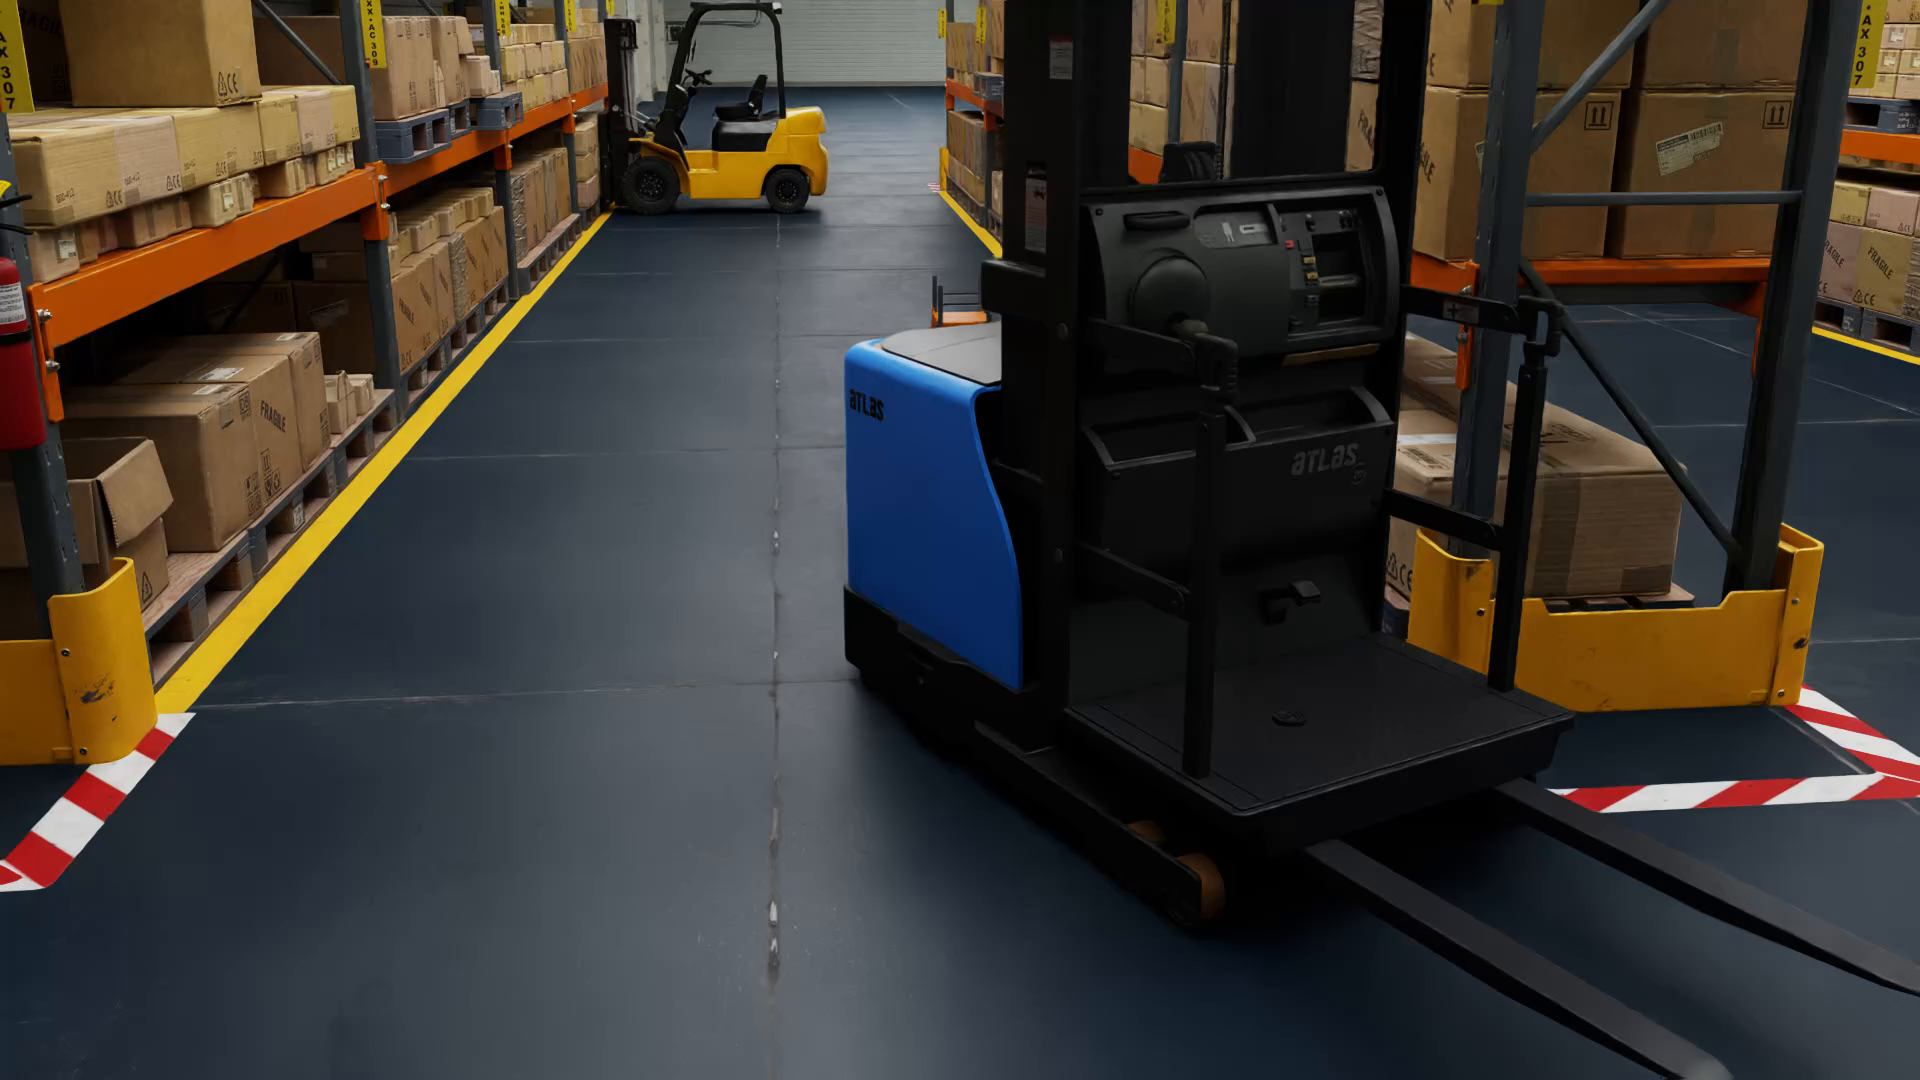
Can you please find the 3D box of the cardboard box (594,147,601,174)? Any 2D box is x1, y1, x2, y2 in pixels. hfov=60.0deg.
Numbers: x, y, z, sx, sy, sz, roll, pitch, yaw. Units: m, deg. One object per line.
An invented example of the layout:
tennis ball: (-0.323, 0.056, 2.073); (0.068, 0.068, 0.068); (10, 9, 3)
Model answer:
cardboard box: (-4.025, -3.970, 17.369); (0.500, 0.250, 0.500); (-2, 18, -6)

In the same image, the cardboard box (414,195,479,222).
cardboard box: (-3.430, -2.215, 11.114); (0.380, 0.149, 0.250); (-2, 18, -7)

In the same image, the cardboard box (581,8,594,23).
cardboard box: (-4.122, -5.603, 17.769); (0.380, 0.149, 0.250); (-1, 17, -5)

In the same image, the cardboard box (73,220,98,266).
cardboard box: (-2.783, -0.875, 4.875); (0.380, 0.149, 0.250); (-1, 17, -4)

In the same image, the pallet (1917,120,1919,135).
pallet: (6.554, -2.484, 9.901); (1.003, 0.211, 1.213); (-2, 18, -6)

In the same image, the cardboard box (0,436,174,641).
cardboard box: (-2.919, -0.008, 5.163); (0.797, 0.503, 0.637); (-2, 18, -8)

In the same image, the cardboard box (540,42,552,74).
cardboard box: (-3.775, -4.112, 14.183); (0.500, 0.250, 0.500); (-1, 17, -5)

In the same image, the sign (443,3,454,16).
sign: (-4.739, -4.822, 15.452); (0.100, 0.325, 0.005); (-2, 18, -6)

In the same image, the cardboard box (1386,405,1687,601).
cardboard box: (1.820, -0.140, 5.691); (0.875, 0.438, 0.875); (-2, 18, -8)

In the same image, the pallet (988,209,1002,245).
pallet: (0.831, -2.981, 15.821); (1.003, 0.211, 1.213); (-2, 18, -6)

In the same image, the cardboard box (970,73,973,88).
cardboard box: (0.305, -4.813, 17.418); (0.380, 0.149, 0.250); (-2, 18, -6)

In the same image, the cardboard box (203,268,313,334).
cardboard box: (-3.707, -1.151, 8.806); (0.500, 0.500, 0.500); (-2, 18, -6)

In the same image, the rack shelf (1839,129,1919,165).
rack shelf: (6.281, -2.596, 11.139); (1.077, 0.370, 4.000); (-2, 18, -6)

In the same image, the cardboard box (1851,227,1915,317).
cardboard box: (6.108, -1.716, 10.609); (0.500, 0.500, 0.500); (-2, 18, -7)

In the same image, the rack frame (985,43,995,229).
rack frame: (0.749, -4.544, 16.142); (1.000, 3.000, 0.127); (-2, 18, -6)

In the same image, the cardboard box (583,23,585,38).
cardboard box: (-4.062, -5.232, 17.084); (0.380, 0.149, 0.250); (-2, 18, -7)

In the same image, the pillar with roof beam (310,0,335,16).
pillar with roof beam: (-0.524, -6.553, 12.527); (9.100, 9.000, 0.400); (-2, 18, -6)

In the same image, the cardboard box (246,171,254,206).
cardboard box: (-2.937, -1.338, 6.352); (0.380, 0.149, 0.250); (-2, 18, -6)

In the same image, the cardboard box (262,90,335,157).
cardboard box: (-3.001, -1.783, 7.102); (0.500, 0.250, 0.500); (-2, 18, -5)

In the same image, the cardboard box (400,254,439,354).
cardboard box: (-3.253, -1.323, 9.355); (0.500, 0.500, 0.500); (-2, 18, -6)

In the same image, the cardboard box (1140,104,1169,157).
cardboard box: (1.278, -2.214, 8.973); (0.500, 0.250, 0.500); (-2, 18, -7)

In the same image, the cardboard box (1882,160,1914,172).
cardboard box: (10.538, -4.148, 18.355); (0.500, 0.500, 0.500); (4, 18, 12)

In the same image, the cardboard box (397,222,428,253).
cardboard box: (-3.308, -1.751, 9.636); (0.380, 0.149, 0.250); (-2, 18, -6)

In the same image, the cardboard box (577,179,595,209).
cardboard box: (-3.908, -3.432, 16.490); (0.500, 0.250, 0.500); (-2, 18, -5)

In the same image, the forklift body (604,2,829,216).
forklift body: (-2.590, -4.667, 17.953); (2.313, 2.155, 1.214); (-2, 18, -6)

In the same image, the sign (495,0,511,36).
sign: (-3.236, -3.732, 11.755); (0.100, 0.325, 0.005); (-2, 18, -6)

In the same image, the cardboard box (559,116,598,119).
cardboard box: (-4.122, -4.517, 18.277); (0.500, 0.250, 0.500); (-2, 17, -5)

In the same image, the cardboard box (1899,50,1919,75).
cardboard box: (6.141, -2.989, 10.413); (0.380, 0.149, 0.250); (-3, 18, -8)

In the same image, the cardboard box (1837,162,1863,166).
cardboard box: (6.407, -2.705, 12.505); (0.500, 0.250, 0.500); (-2, 18, -7)

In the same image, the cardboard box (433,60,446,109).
cardboard box: (-3.124, -2.568, 9.371); (0.396, 0.266, 0.258); (-1, 17, -3)

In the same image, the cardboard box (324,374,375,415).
cardboard box: (-3.013, -0.689, 7.922); (0.380, 0.149, 0.250); (-2, 18, -7)

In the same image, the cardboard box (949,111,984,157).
cardboard box: (0.148, -4.726, 19.359); (0.500, 0.500, 0.500); (-2, 18, -7)

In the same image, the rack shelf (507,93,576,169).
rack shelf: (-3.981, -3.450, 13.860); (1.077, 0.370, 4.000); (-2, 18, -6)

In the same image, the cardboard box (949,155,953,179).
cardboard box: (0.145, -4.375, 19.494); (0.500, 0.250, 0.500); (-2, 18, -6)

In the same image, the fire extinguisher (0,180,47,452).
fire extinguisher: (-2.475, -0.570, 4.235); (0.296, 0.674, 0.183); (-2, 18, -6)

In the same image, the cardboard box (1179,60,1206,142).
cardboard box: (1.363, -2.060, 8.064); (0.500, 0.500, 0.500); (-1, 17, -4)

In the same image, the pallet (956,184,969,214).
pallet: (0.516, -3.776, 18.354); (1.003, 0.211, 1.213); (-2, 18, -6)

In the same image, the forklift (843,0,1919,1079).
forklift: (0.823, -0.666, 3.904); (1.130, 2.935, 3.031); (-10, 20, -29)

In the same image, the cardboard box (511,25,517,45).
cardboard box: (-3.635, -3.891, 12.814); (0.380, 0.149, 0.250); (-2, 17, -5)

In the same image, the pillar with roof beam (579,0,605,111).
pillar with roof beam: (-2.380, -11.916, 29.609); (9.100, 9.000, 0.400); (-2, 18, -6)

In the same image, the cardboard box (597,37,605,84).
cardboard box: (-4.244, -5.335, 18.496); (0.500, 0.500, 0.500); (-1, 17, -4)

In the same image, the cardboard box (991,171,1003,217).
cardboard box: (0.806, -3.334, 15.975); (0.950, 0.372, 0.625); (-2, 17, -5)

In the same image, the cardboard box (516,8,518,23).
cardboard box: (-4.641, -5.279, 16.738); (0.380, 0.149, 0.250); (-2, 18, -7)

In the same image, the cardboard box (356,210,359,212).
cardboard box: (-3.845, -1.966, 10.321); (0.380, 0.149, 0.250); (-2, 18, -5)

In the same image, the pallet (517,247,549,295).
pallet: (-3.821, -2.113, 13.057); (1.003, 0.211, 1.213); (-2, 18, -6)

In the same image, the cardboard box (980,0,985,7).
cardboard box: (0.607, -6.257, 19.265); (0.700, 0.500, 0.500); (-2, 18, -7)

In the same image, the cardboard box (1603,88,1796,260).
cardboard box: (2.223, -1.168, 5.223); (0.500, 0.500, 0.500); (-2, 18, -6)

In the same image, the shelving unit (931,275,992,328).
shelving unit: (0.006, -0.485, 6.469); (0.215, 1.050, 0.252); (-2, 18, -6)

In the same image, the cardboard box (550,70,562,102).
cardboard box: (-3.818, -4.026, 14.743); (0.500, 0.250, 0.500); (-2, 18, -6)

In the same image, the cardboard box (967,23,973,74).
cardboard box: (0.338, -5.166, 17.459); (0.500, 0.500, 0.500); (-1, 17, -4)

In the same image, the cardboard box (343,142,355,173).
cardboard box: (-3.078, -1.799, 7.818); (0.380, 0.149, 0.250); (-2, 17, -5)
